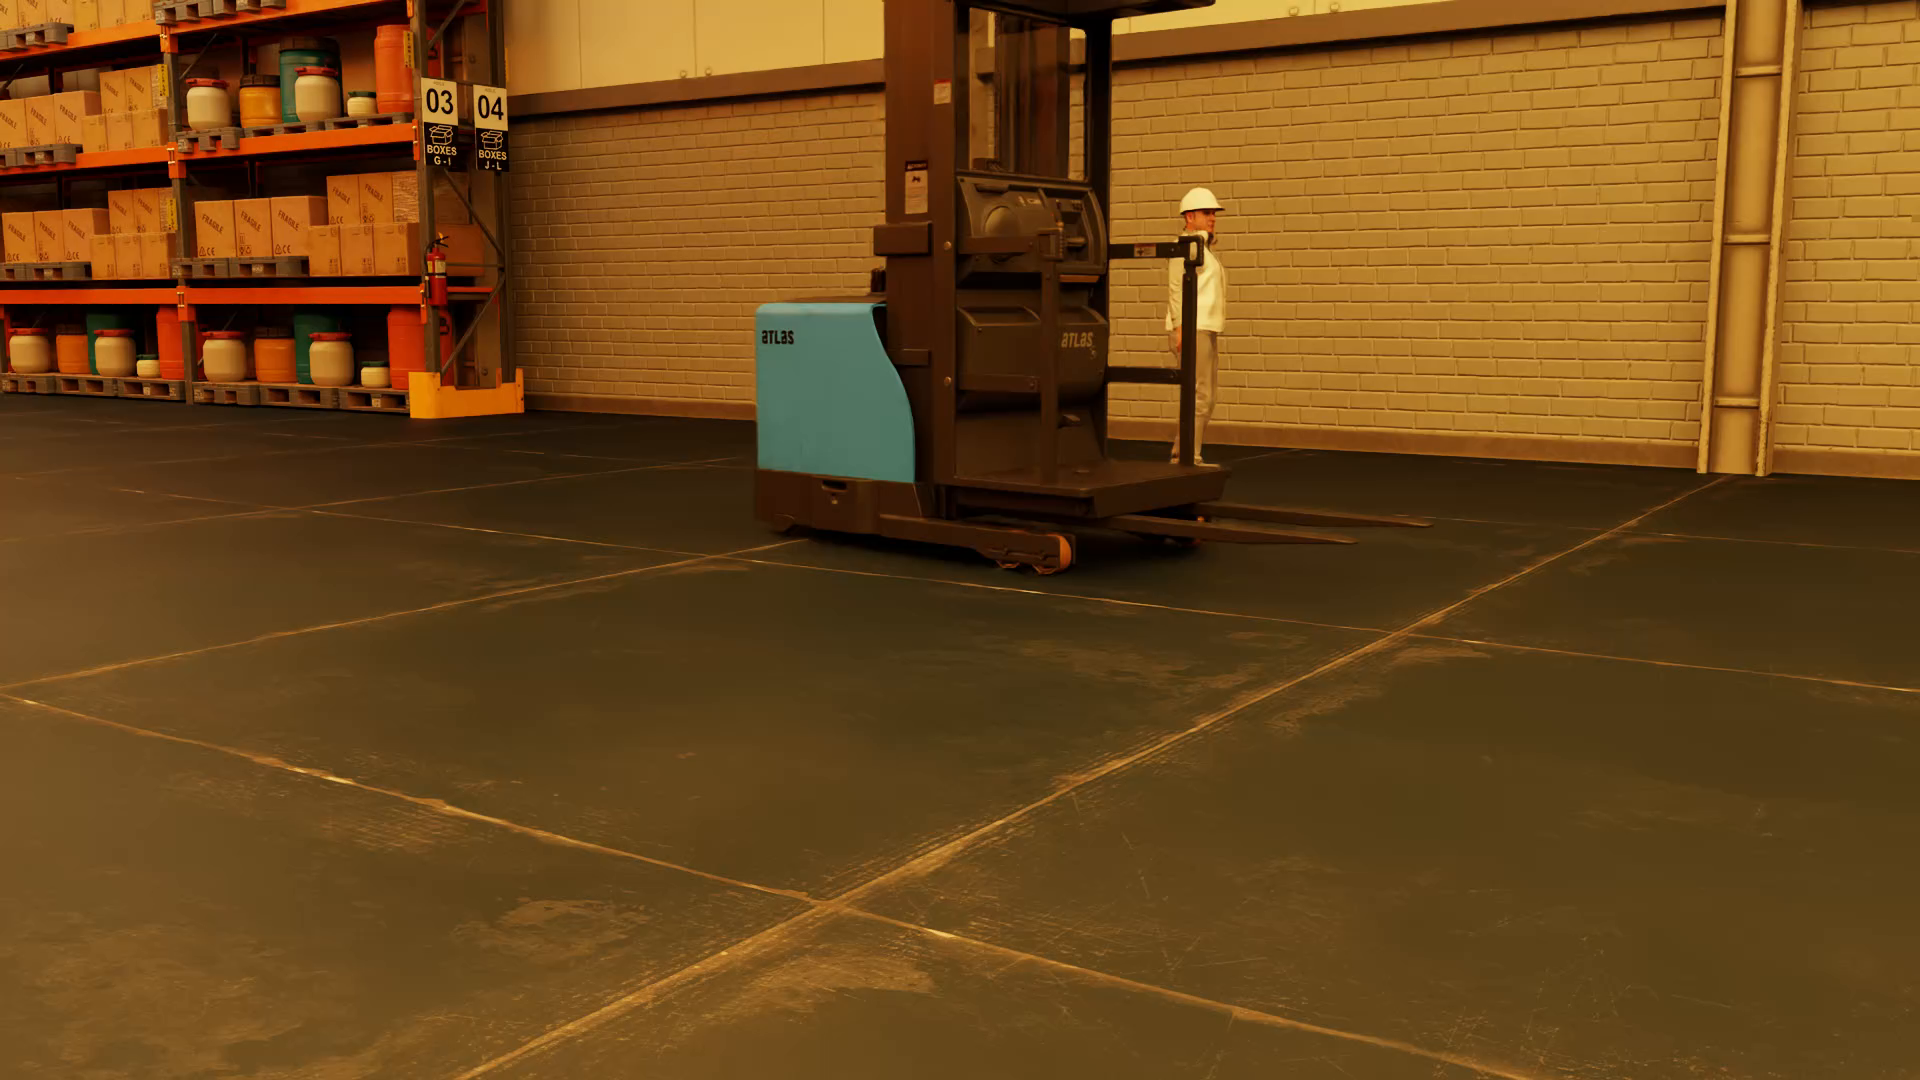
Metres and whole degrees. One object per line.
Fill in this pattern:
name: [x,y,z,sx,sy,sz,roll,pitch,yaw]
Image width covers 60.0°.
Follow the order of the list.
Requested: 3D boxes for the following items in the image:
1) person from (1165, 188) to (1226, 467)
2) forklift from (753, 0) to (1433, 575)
person: [1.485,-1.276,10.286,0.411,1.775,0.632,3,8,18]
forklift: [0.478,-1.396,7.007,3.031,2.935,1.130,7,11,40]
